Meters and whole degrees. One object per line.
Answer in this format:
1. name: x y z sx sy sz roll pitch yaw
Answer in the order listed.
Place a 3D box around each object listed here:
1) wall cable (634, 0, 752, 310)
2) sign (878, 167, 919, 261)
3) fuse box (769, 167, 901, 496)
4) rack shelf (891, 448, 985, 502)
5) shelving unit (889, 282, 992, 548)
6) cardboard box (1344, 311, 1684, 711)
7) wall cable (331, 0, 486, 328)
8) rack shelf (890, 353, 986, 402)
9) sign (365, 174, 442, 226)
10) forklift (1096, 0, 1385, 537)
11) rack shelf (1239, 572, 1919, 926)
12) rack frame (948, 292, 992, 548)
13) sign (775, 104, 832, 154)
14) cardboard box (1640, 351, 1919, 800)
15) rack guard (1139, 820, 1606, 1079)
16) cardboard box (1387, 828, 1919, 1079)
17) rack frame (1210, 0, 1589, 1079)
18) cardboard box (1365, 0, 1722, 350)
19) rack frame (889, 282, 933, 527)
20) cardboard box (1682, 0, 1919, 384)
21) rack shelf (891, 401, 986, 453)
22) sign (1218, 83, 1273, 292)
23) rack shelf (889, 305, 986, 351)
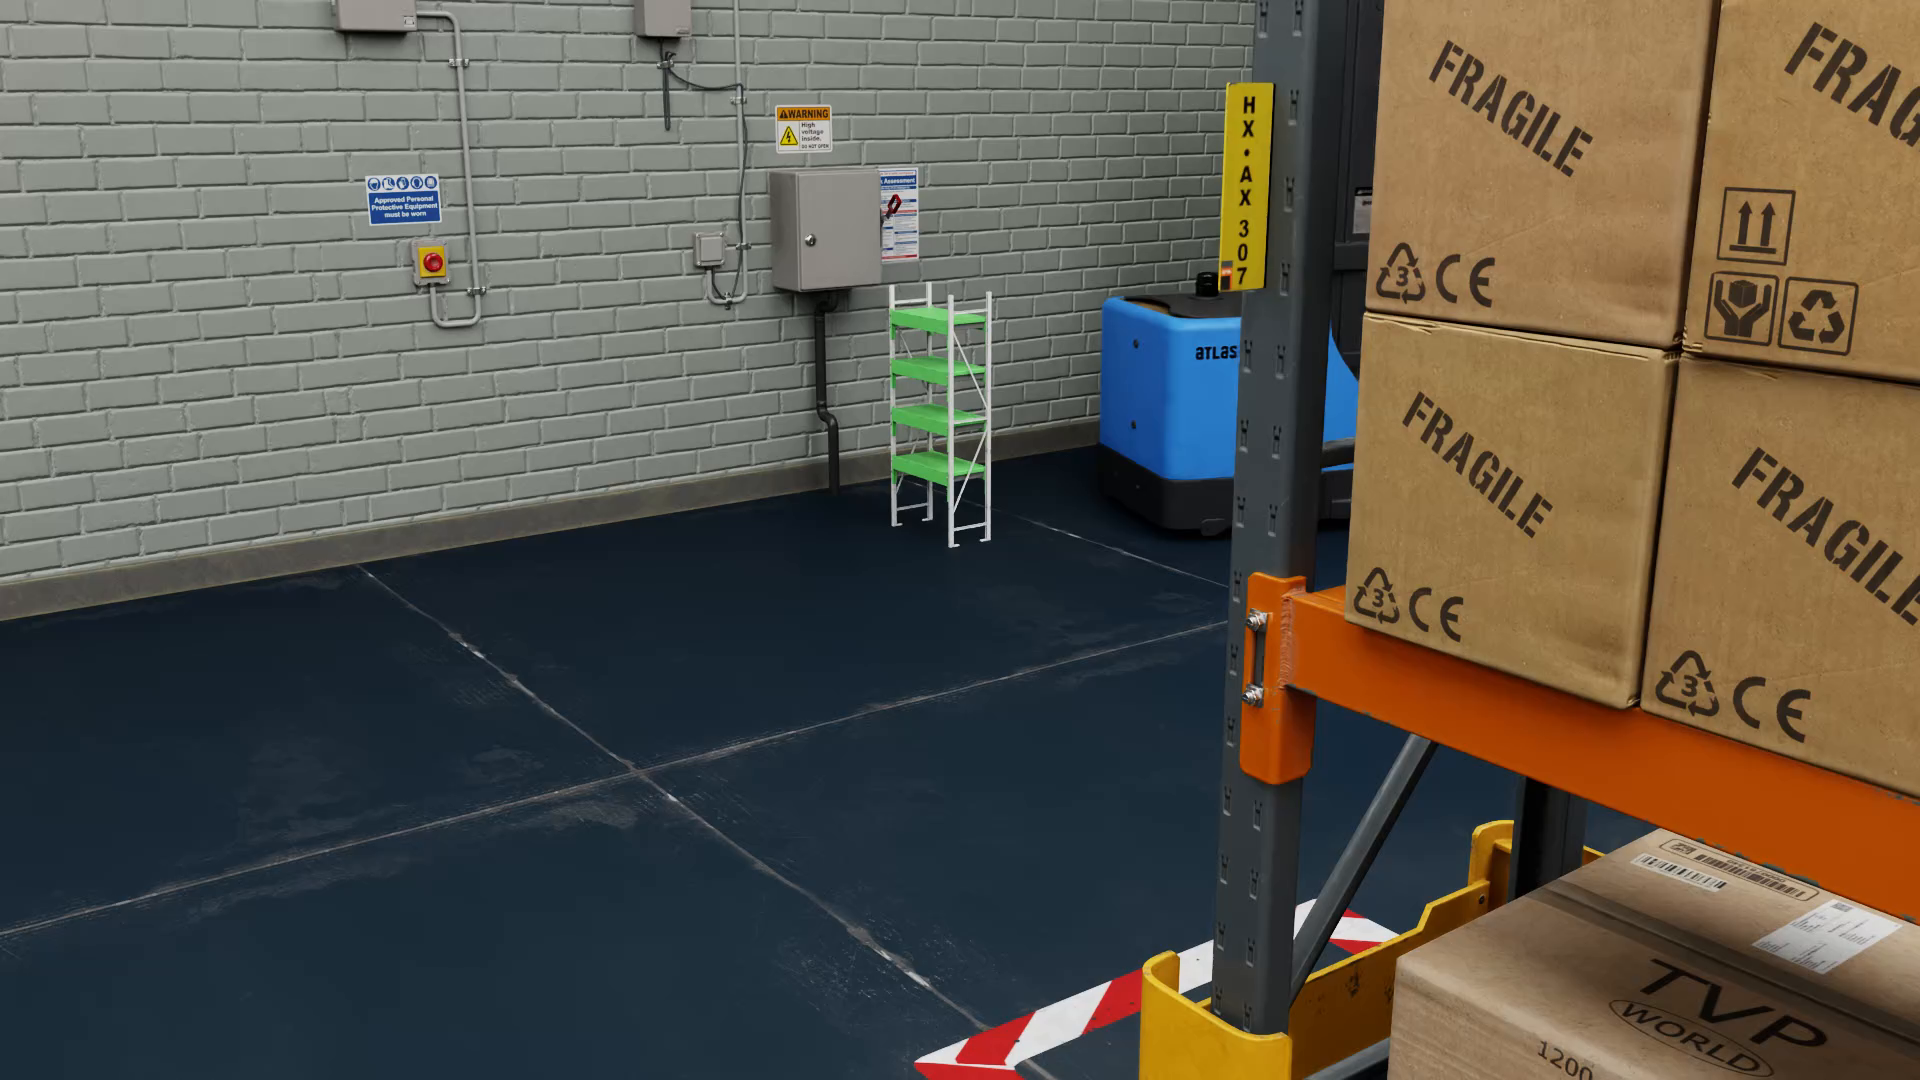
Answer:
1. wall cable: -1.283 -2.107 8.169 0.588 1.984 0.122 -11 19 -35
2. sign: -0.361 -1.765 9.021 0.329 0.494 0.001 -11 19 -35
3. fuse box: -0.639 -1.068 8.737 0.539 1.711 0.414 -11 19 -35
4. rack shelf: -0.097 -0.321 8.127 0.258 0.148 0.480 -11 19 -35
5. shelving unit: -0.097 -0.614 8.047 0.258 1.200 0.503 -11 19 -35
6. cardboard box: 0.961 -0.095 2.553 0.500 0.500 0.500 -11 19 -35
7. wall cable: -2.424 -1.900 7.351 0.585 1.953 0.123 -11 19 -35
8. rack shelf: -0.097 -0.784 8.000 0.258 0.148 0.480 -11 19 -35
9. sign: -2.499 -1.531 7.474 0.327 0.218 0.001 -11 19 -35
10. forklift: 2.298 -1.630 8.479 3.031 2.935 1.130 -4 16 -15
11. rack shelf: 2.087 0.580 1.638 1.077 0.370 4.000 -11 19 -35
12. rack frame: 0.046 -0.562 7.856 0.240 1.200 0.015 -11 19 -35
13. sign: -0.805 -2.123 8.588 0.339 0.242 0.001 -11 19 -35
14. cardboard box: 1.281 0.008 2.174 0.500 0.500 0.500 -11 19 -35
15. rack guard: 0.897 1.006 3.452 1.175 0.500 0.348 -11 19 -35
16. cardboard box: 1.380 0.964 2.928 0.875 0.438 0.875 -12 19 -36
17. rack frame: 0.911 -0.194 3.103 1.000 3.000 0.127 -11 19 -35
18. cardboard box: 0.963 -0.578 2.422 0.500 0.500 0.500 -11 19 -36
19. rack frame: -0.241 -0.666 8.237 0.240 1.200 0.015 -11 19 -35
20. cardboard box: 1.272 -0.469 2.023 0.500 0.500 0.500 -11 19 -36
21. rack shelf: -0.097 -0.552 8.064 0.258 0.148 0.480 -11 19 -35
22. sign: 0.458 -0.565 2.669 0.100 0.325 0.005 -11 19 -35
23. rack shelf: -0.097 -1.015 7.937 0.258 0.148 0.480 -11 19 -35
